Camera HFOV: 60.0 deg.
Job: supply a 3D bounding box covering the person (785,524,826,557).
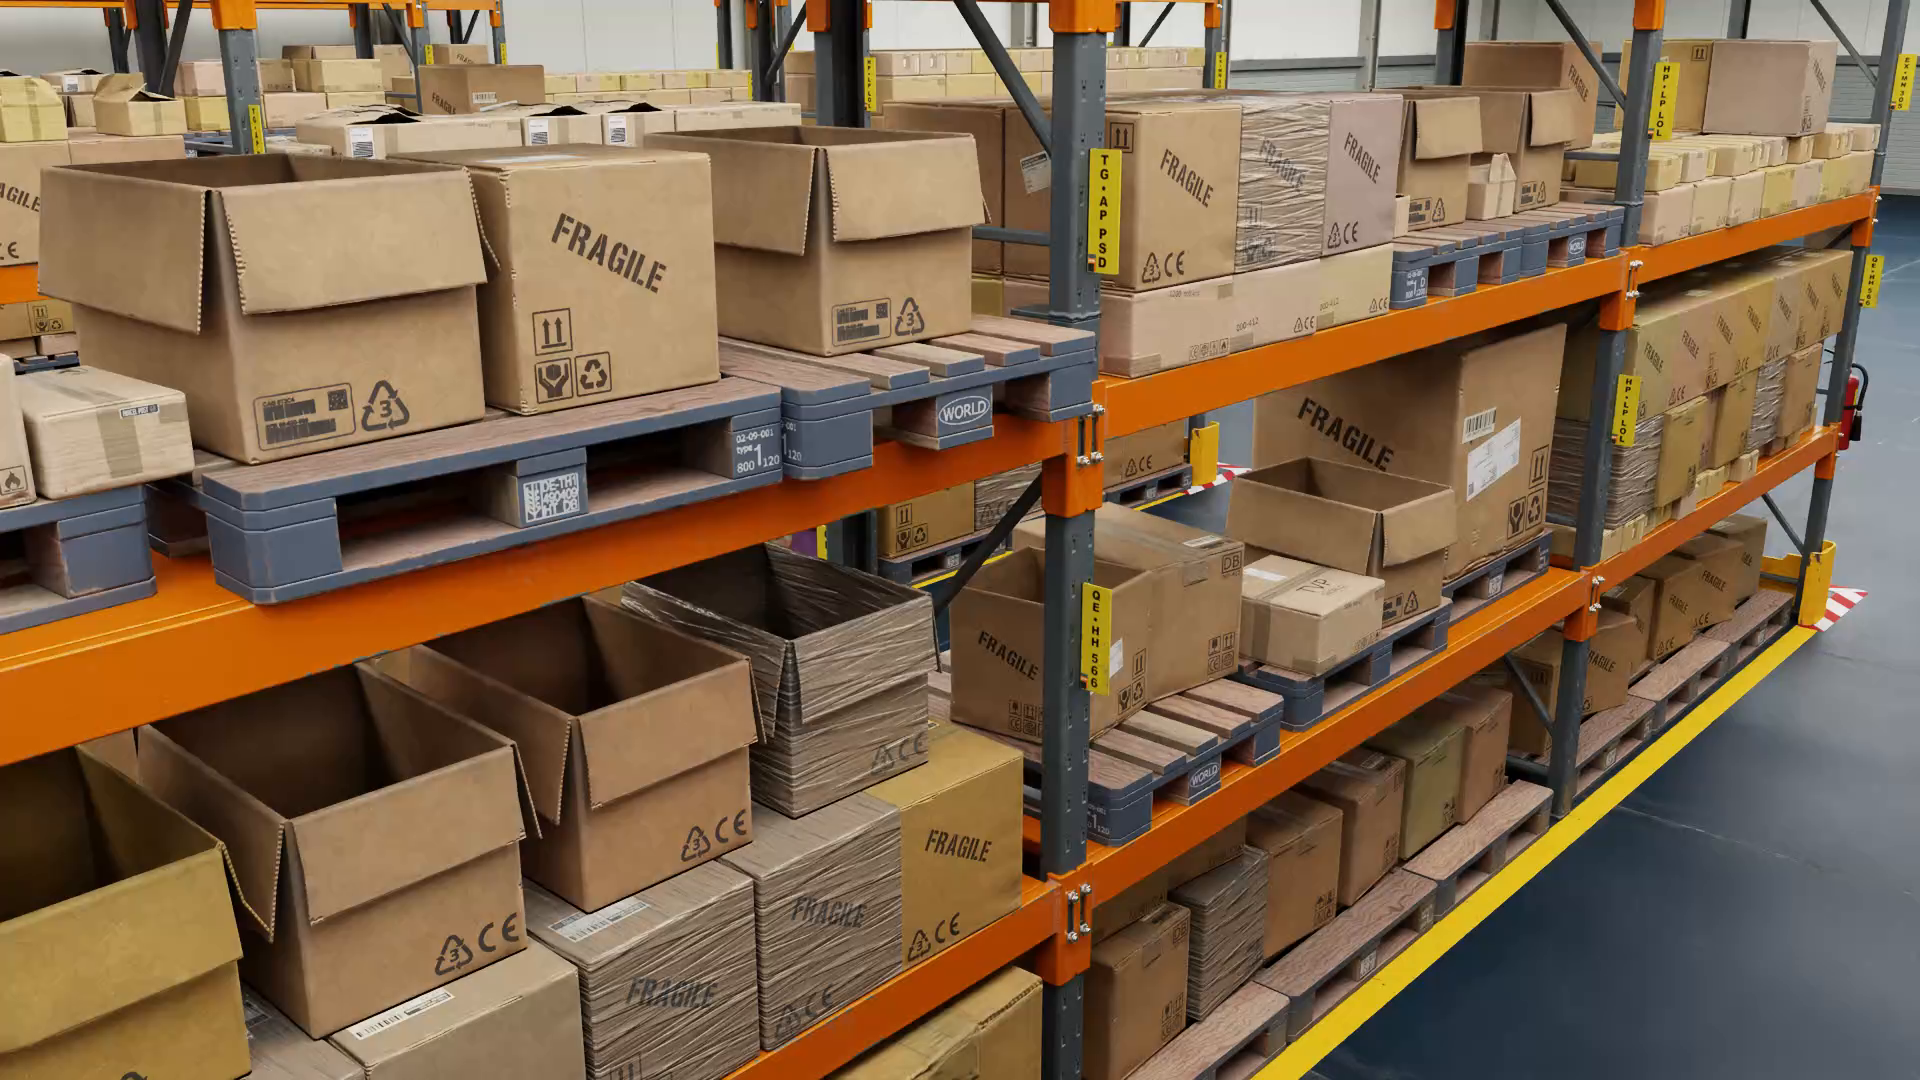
[{"bbox_3d":[-0.832,0.192,9.447,0.470,1.591,0.350,14,22,39],"label":"person"}]
